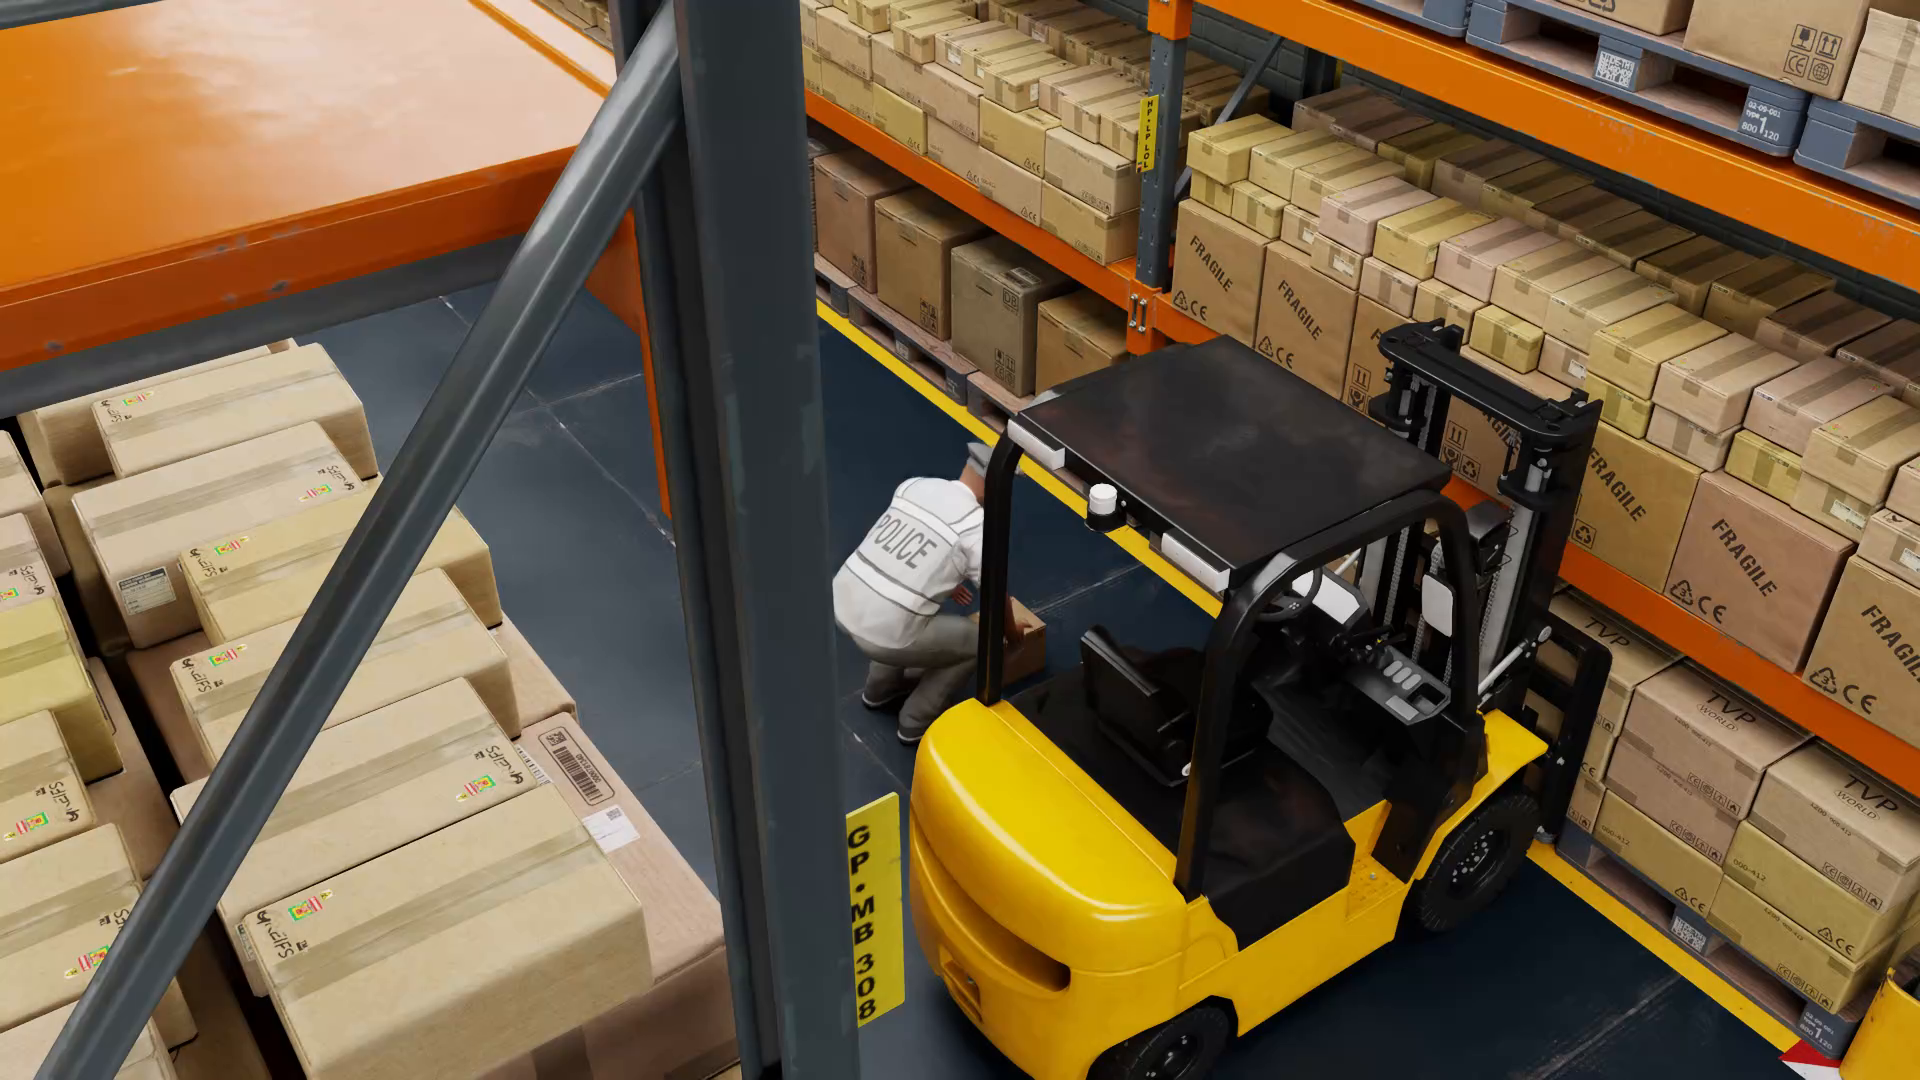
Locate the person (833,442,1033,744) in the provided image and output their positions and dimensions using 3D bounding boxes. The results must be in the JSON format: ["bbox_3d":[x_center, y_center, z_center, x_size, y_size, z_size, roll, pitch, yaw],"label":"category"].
[{"bbox_3d":[-0.130,0.210,6.869,0.916,1.150,0.577,-23,42,-28],"label":"person"}]
